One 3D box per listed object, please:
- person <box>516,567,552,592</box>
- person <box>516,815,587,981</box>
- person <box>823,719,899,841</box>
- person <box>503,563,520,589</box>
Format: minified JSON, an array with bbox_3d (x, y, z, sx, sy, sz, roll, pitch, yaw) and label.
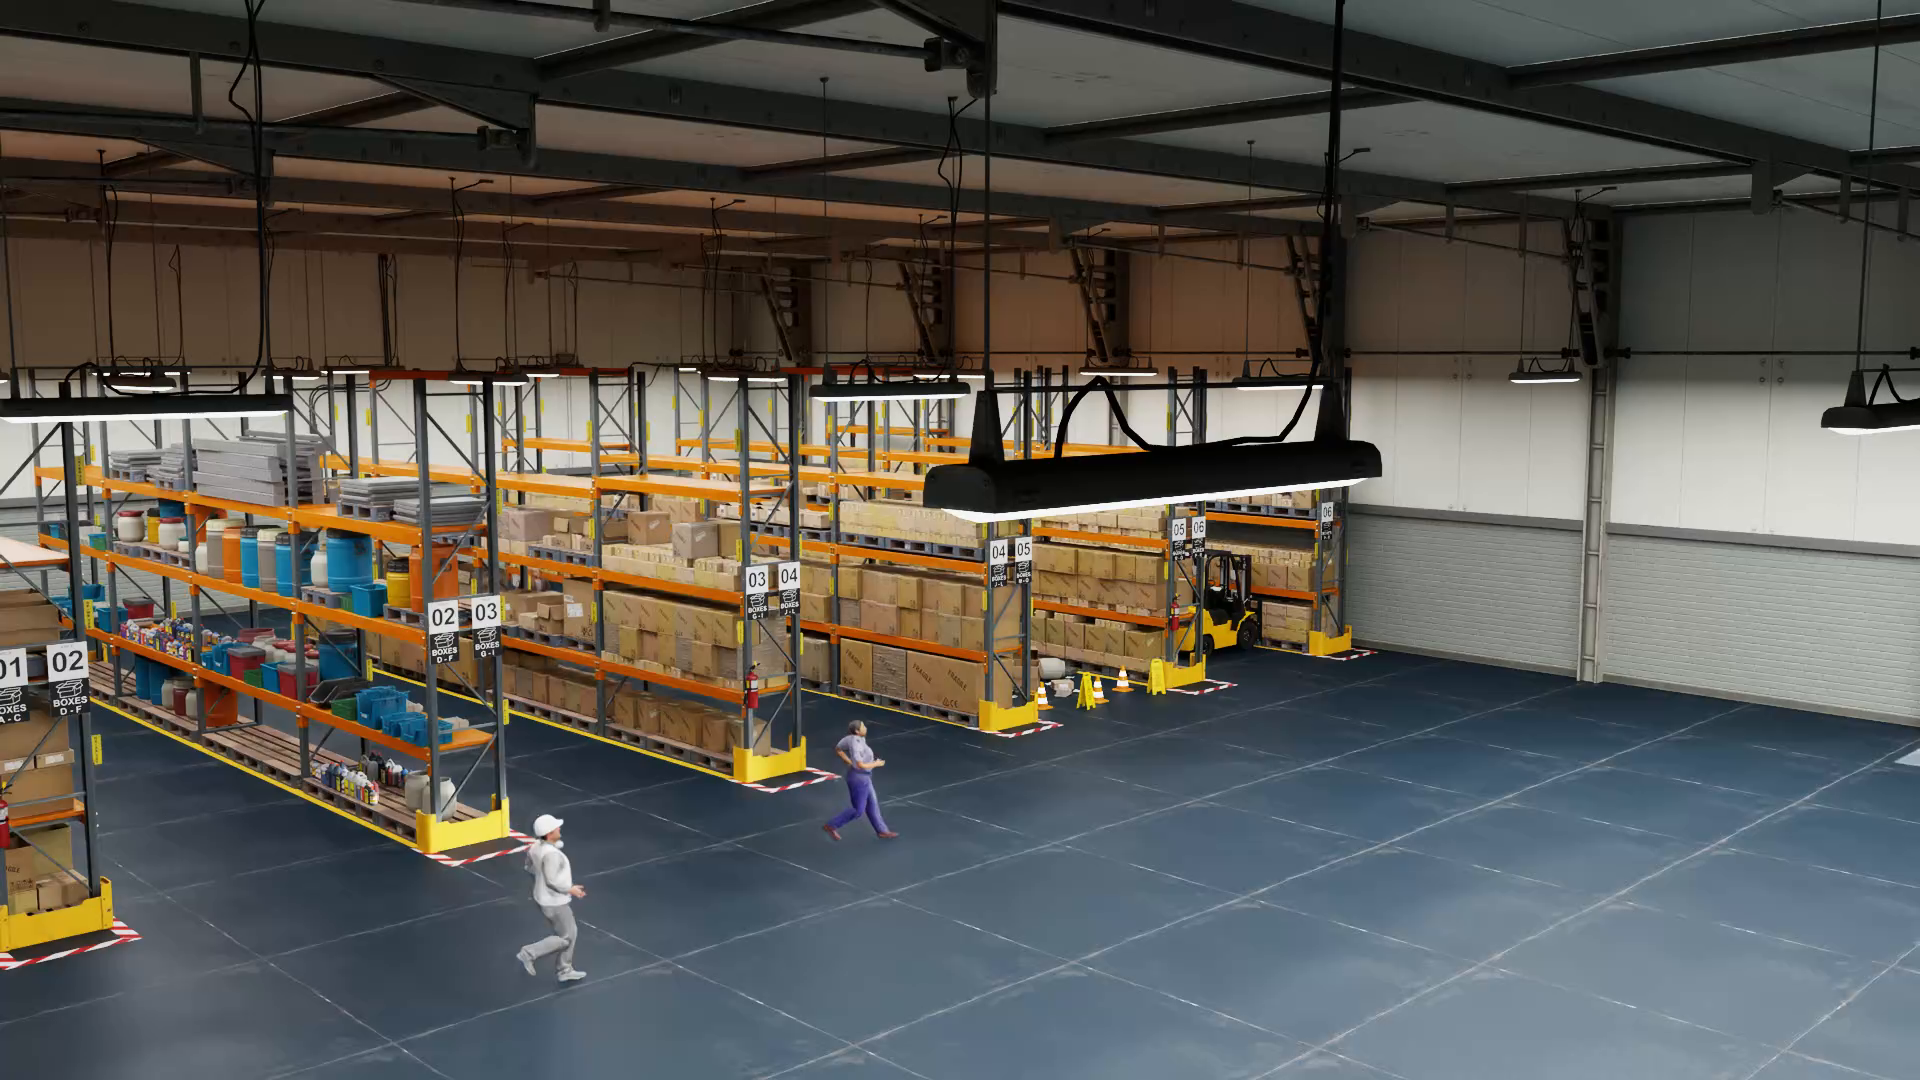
[{"bbox_3d":[-9.022,1.449,35.429,0.703,1.808,0.938,-6,9,-42],"label":"person"},{"bbox_3d":[-4.118,3.602,16.646,0.733,1.744,0.661,-4,7,-30],"label":"person"},{"bbox_3d":[-1.280,3.091,21.401,1.021,1.609,0.619,-2,7,-14],"label":"person"},{"bbox_3d":[-10.845,0.885,40.717,0.687,1.835,0.780,6,9,41],"label":"person"}]
